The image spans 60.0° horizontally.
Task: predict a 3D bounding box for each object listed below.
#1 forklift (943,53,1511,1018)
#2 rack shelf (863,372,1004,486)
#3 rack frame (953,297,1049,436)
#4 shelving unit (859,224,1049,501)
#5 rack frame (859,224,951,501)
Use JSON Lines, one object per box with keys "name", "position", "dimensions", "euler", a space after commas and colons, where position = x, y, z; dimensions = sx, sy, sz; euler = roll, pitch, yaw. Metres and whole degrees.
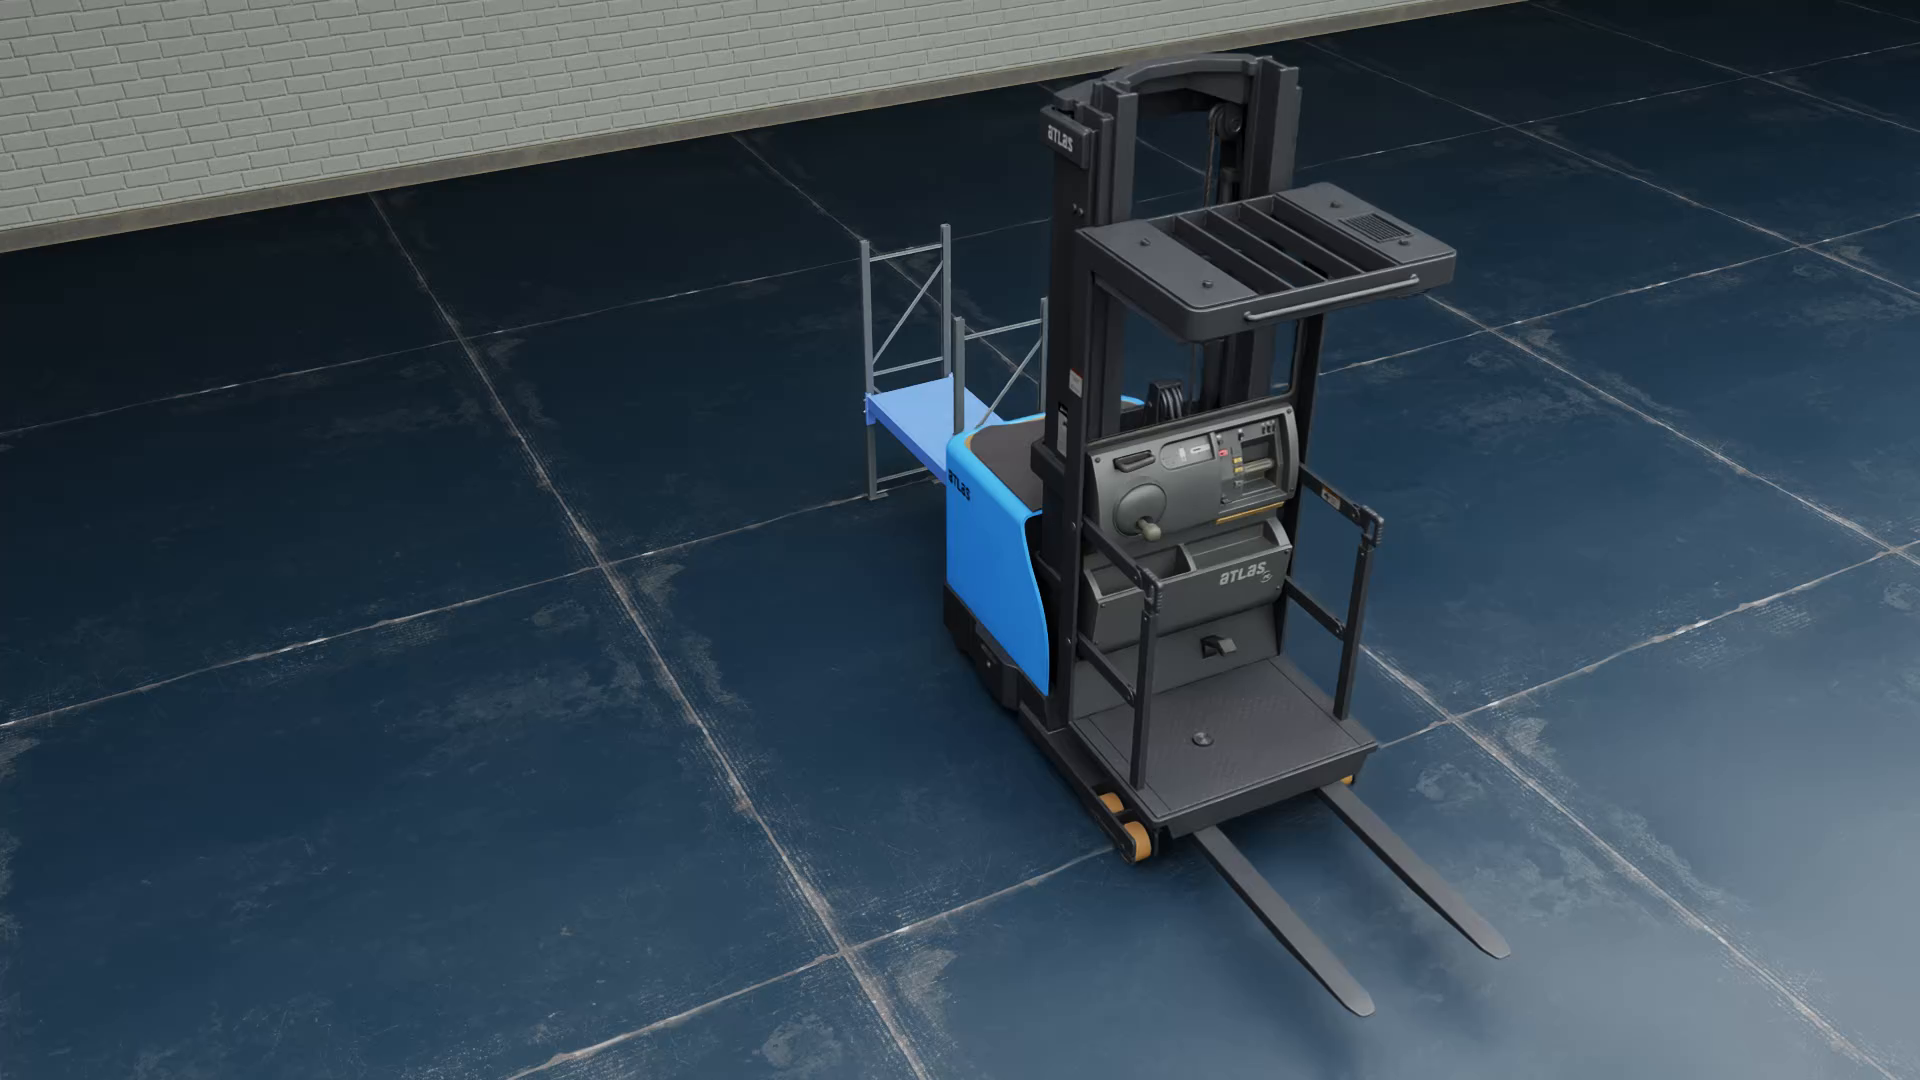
{"name": "forklift", "position": [1.024, -0.206, 6.354], "dimensions": [1.130, 2.935, 3.031], "euler": [-15, 36, -22]}
{"name": "rack shelf", "position": [-0.040, -0.521, 8.506], "dimensions": [0.538, 0.185, 1.000], "euler": [-16, 36, -23]}
{"name": "rack frame", "position": [0.197, -0.430, 8.030], "dimensions": [0.500, 1.500, 0.032], "euler": [-16, 36, -23]}
{"name": "shelving unit", "position": [-0.040, -0.672, 8.409], "dimensions": [0.538, 1.500, 1.048], "euler": [-16, 36, -23]}
{"name": "rack frame", "position": [-0.277, -0.915, 8.788], "dimensions": [0.500, 1.500, 0.032], "euler": [-16, 36, -23]}
